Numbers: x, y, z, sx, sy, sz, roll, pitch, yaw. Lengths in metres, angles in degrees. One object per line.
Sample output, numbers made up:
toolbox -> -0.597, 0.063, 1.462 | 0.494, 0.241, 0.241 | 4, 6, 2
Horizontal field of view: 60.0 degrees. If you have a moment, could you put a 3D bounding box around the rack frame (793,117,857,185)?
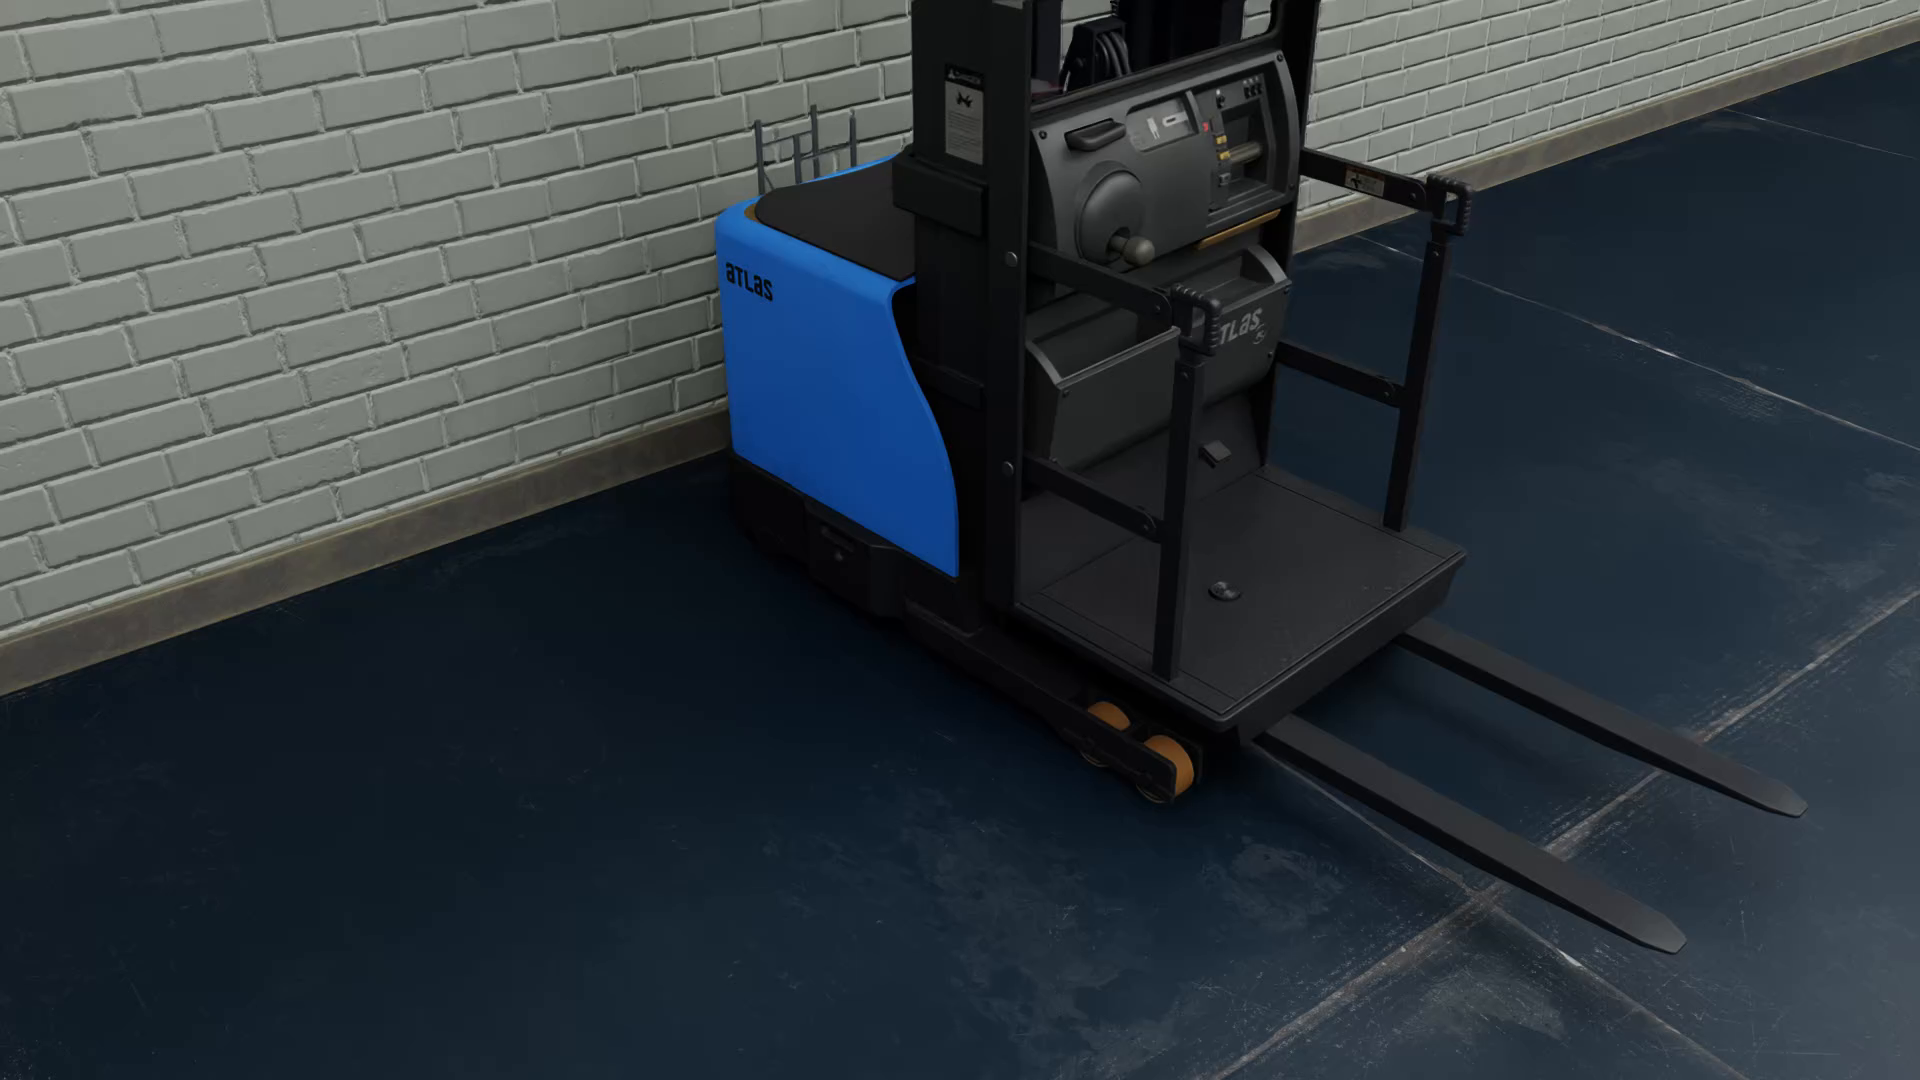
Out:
rack frame -> -0.404, -0.727, 5.283 | 0.240, 1.200, 0.006 | -27, 41, -36

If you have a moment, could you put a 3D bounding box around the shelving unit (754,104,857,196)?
shelving unit -> -0.468, -0.762, 5.339 | 0.258, 1.200, 0.189 | -27, 41, -36

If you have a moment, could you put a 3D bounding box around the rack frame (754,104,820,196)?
rack frame -> -0.531, -0.796, 5.395 | 0.240, 1.200, 0.006 | -27, 41, -36

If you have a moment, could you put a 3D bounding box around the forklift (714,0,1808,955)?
forklift -> 0.668, -0.893, 3.910 | 1.130, 2.935, 3.031 | -27, 41, -36
